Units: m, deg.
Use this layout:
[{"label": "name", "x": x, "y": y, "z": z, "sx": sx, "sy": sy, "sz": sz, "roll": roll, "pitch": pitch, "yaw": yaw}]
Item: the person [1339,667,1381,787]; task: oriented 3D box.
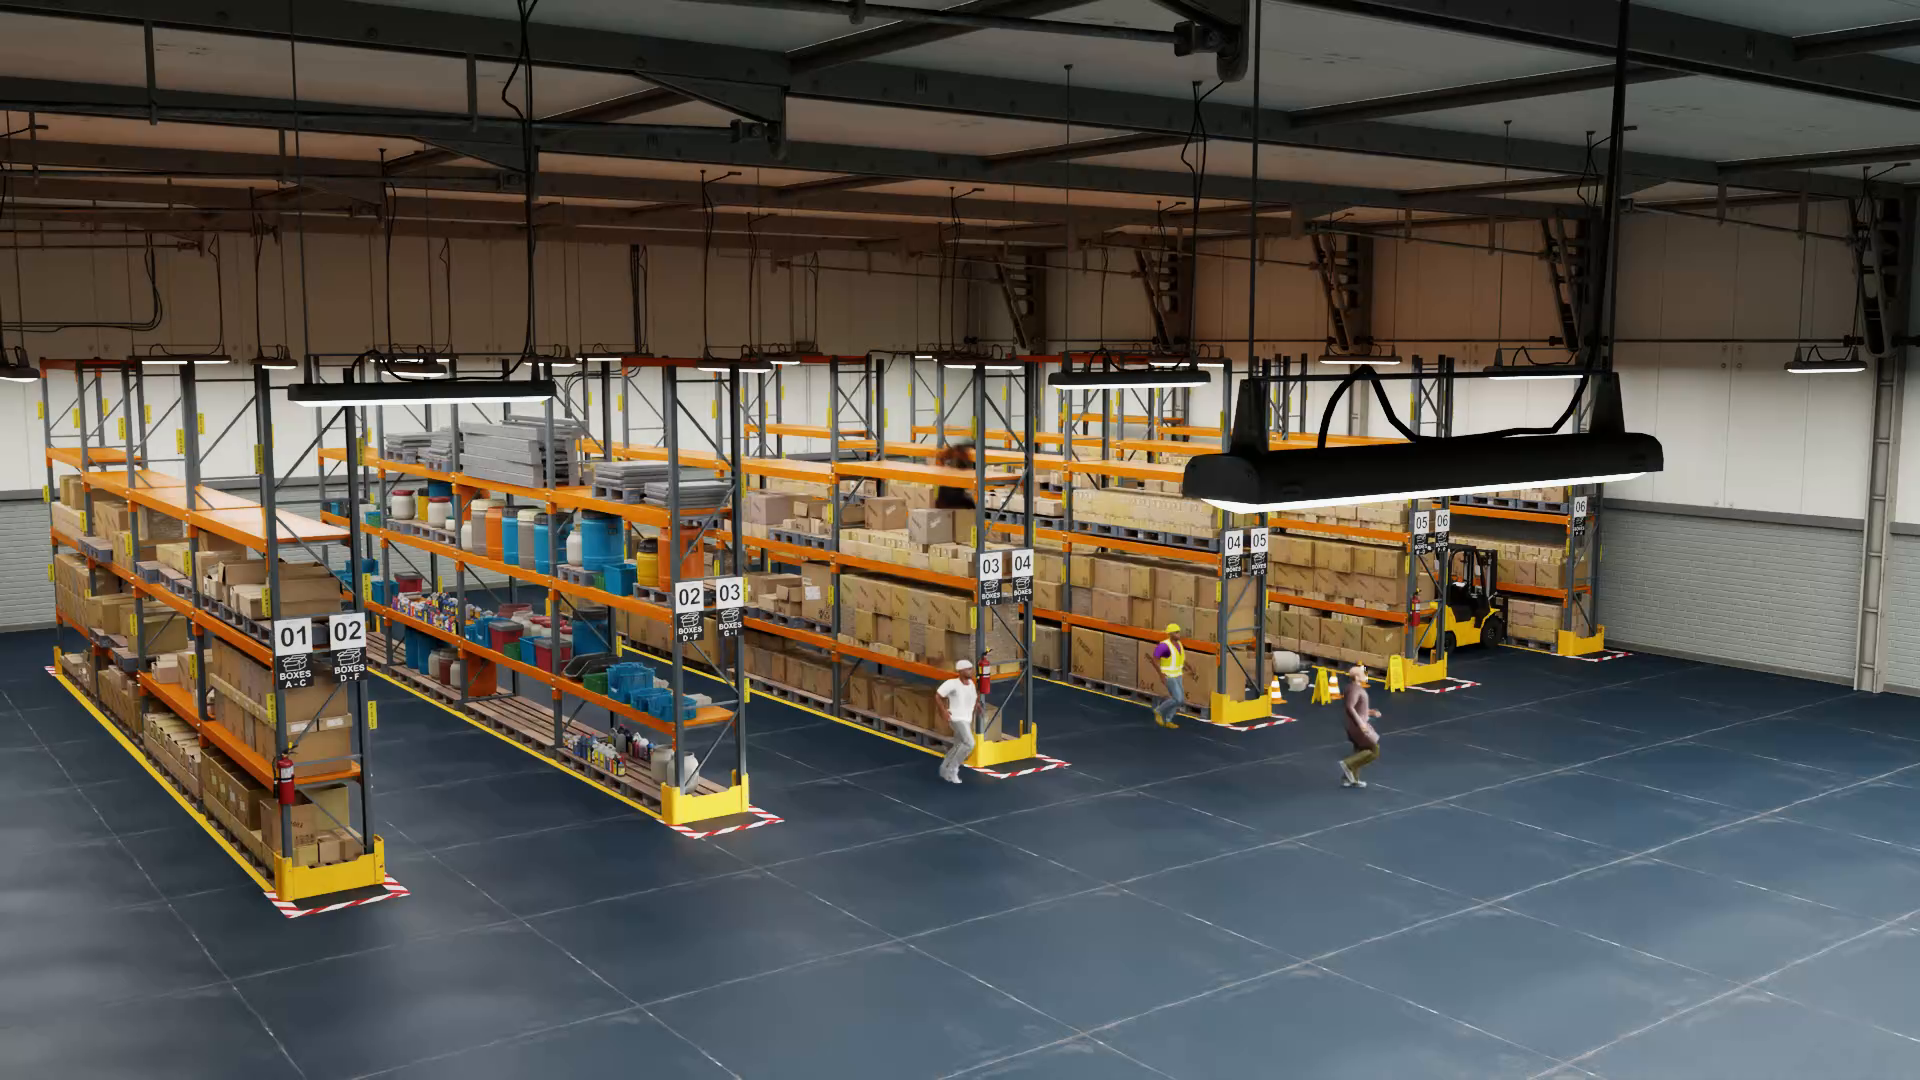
[{"label": "person", "x": 5.671, "y": 2.652, "z": 23.573, "sx": 0.625, "sy": 1.736, "sz": 0.716, "roll": 0, "pitch": 7, "yaw": 0}]

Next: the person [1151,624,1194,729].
[{"label": "person", "x": 3.481, "y": 2.218, "z": 27.151, "sx": 0.575, "sy": 1.730, "sz": 0.712, "roll": 5, "pitch": 9, "yaw": 37}]

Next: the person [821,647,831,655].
[{"label": "person", "x": -2.553, "y": 1.620, "z": 32.378, "sx": 0.654, "sy": 1.653, "sz": 0.725, "roll": -5, "pitch": 8, "yaw": -36}]

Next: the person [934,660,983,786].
[{"label": "person", "x": 0.031, "y": 2.606, "z": 23.957, "sx": 0.647, "sy": 1.757, "sz": 0.691, "roll": 4, "pitch": 8, "yaw": 30}]
